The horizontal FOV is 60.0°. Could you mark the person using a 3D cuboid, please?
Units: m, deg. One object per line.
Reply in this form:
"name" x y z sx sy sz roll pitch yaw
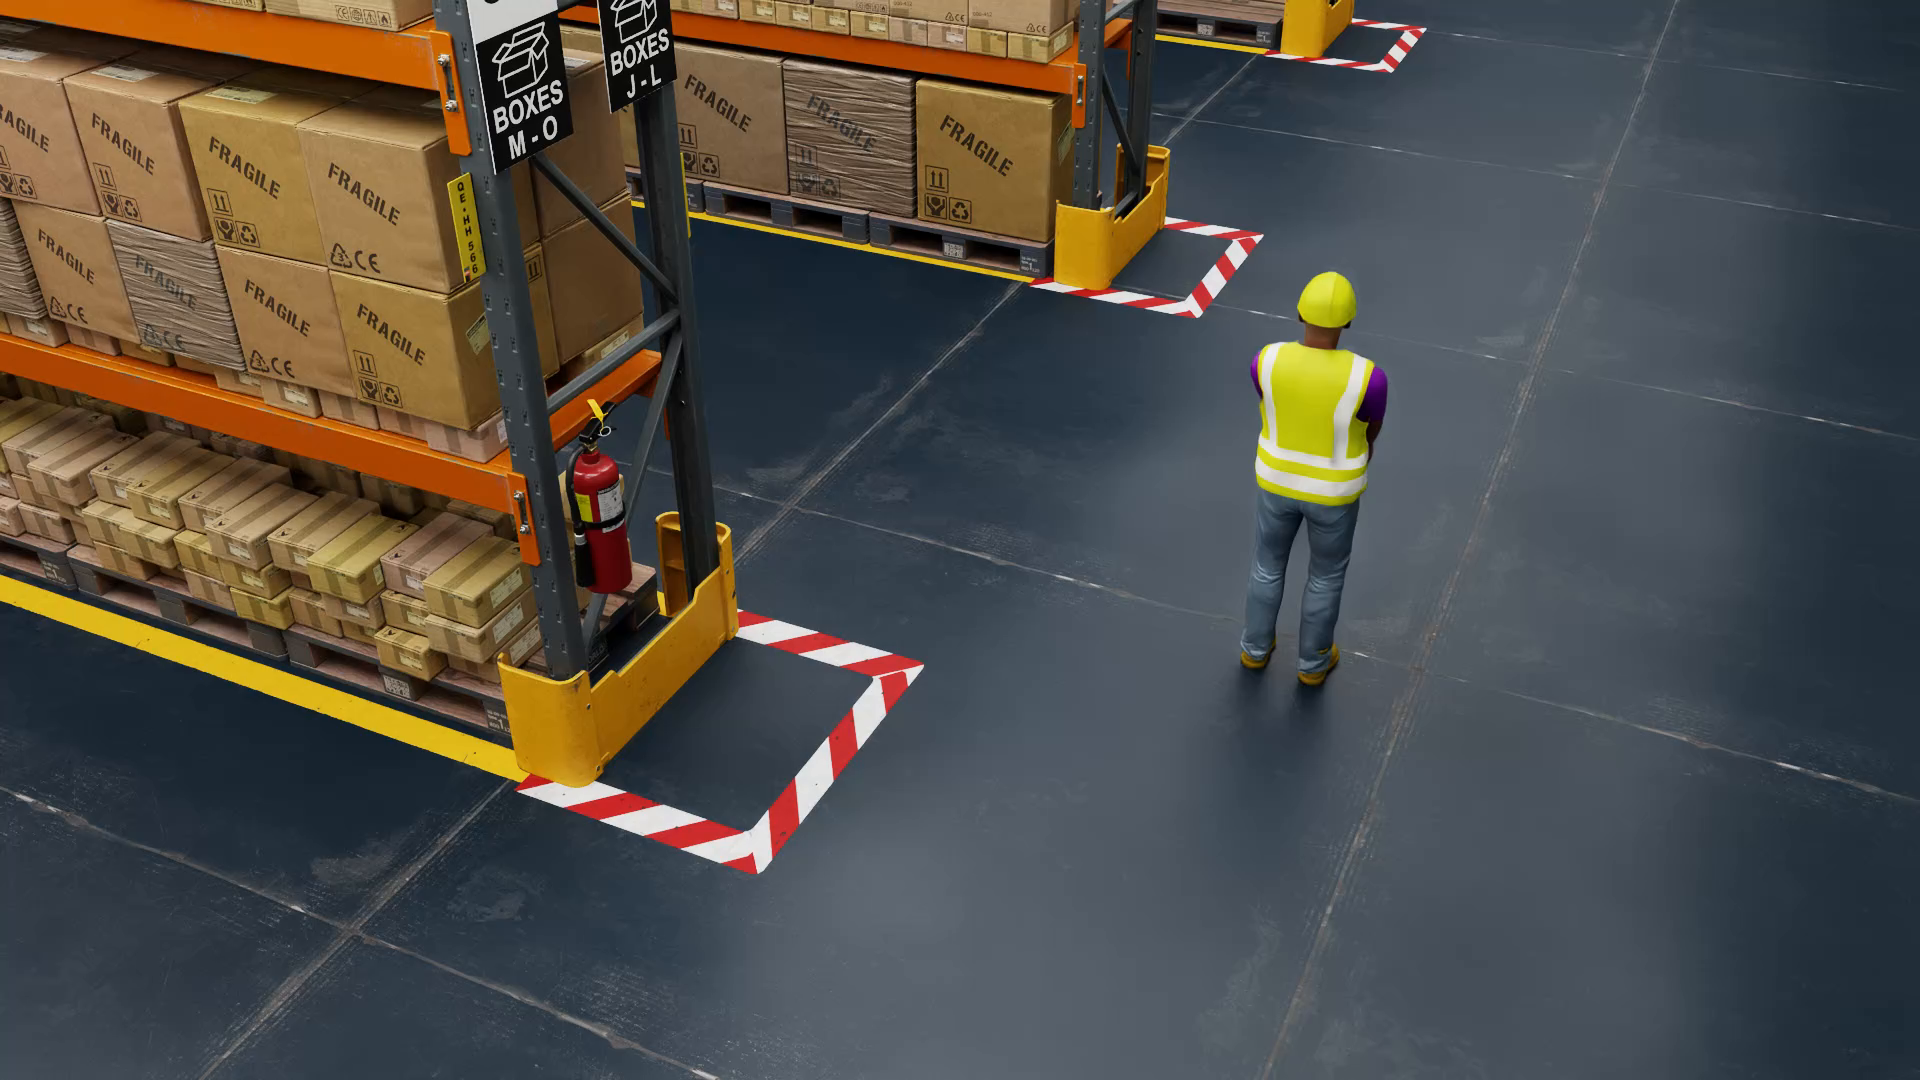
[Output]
"person" 1.389 -0.275 6.537 0.505 1.763 0.559 14 36 20
